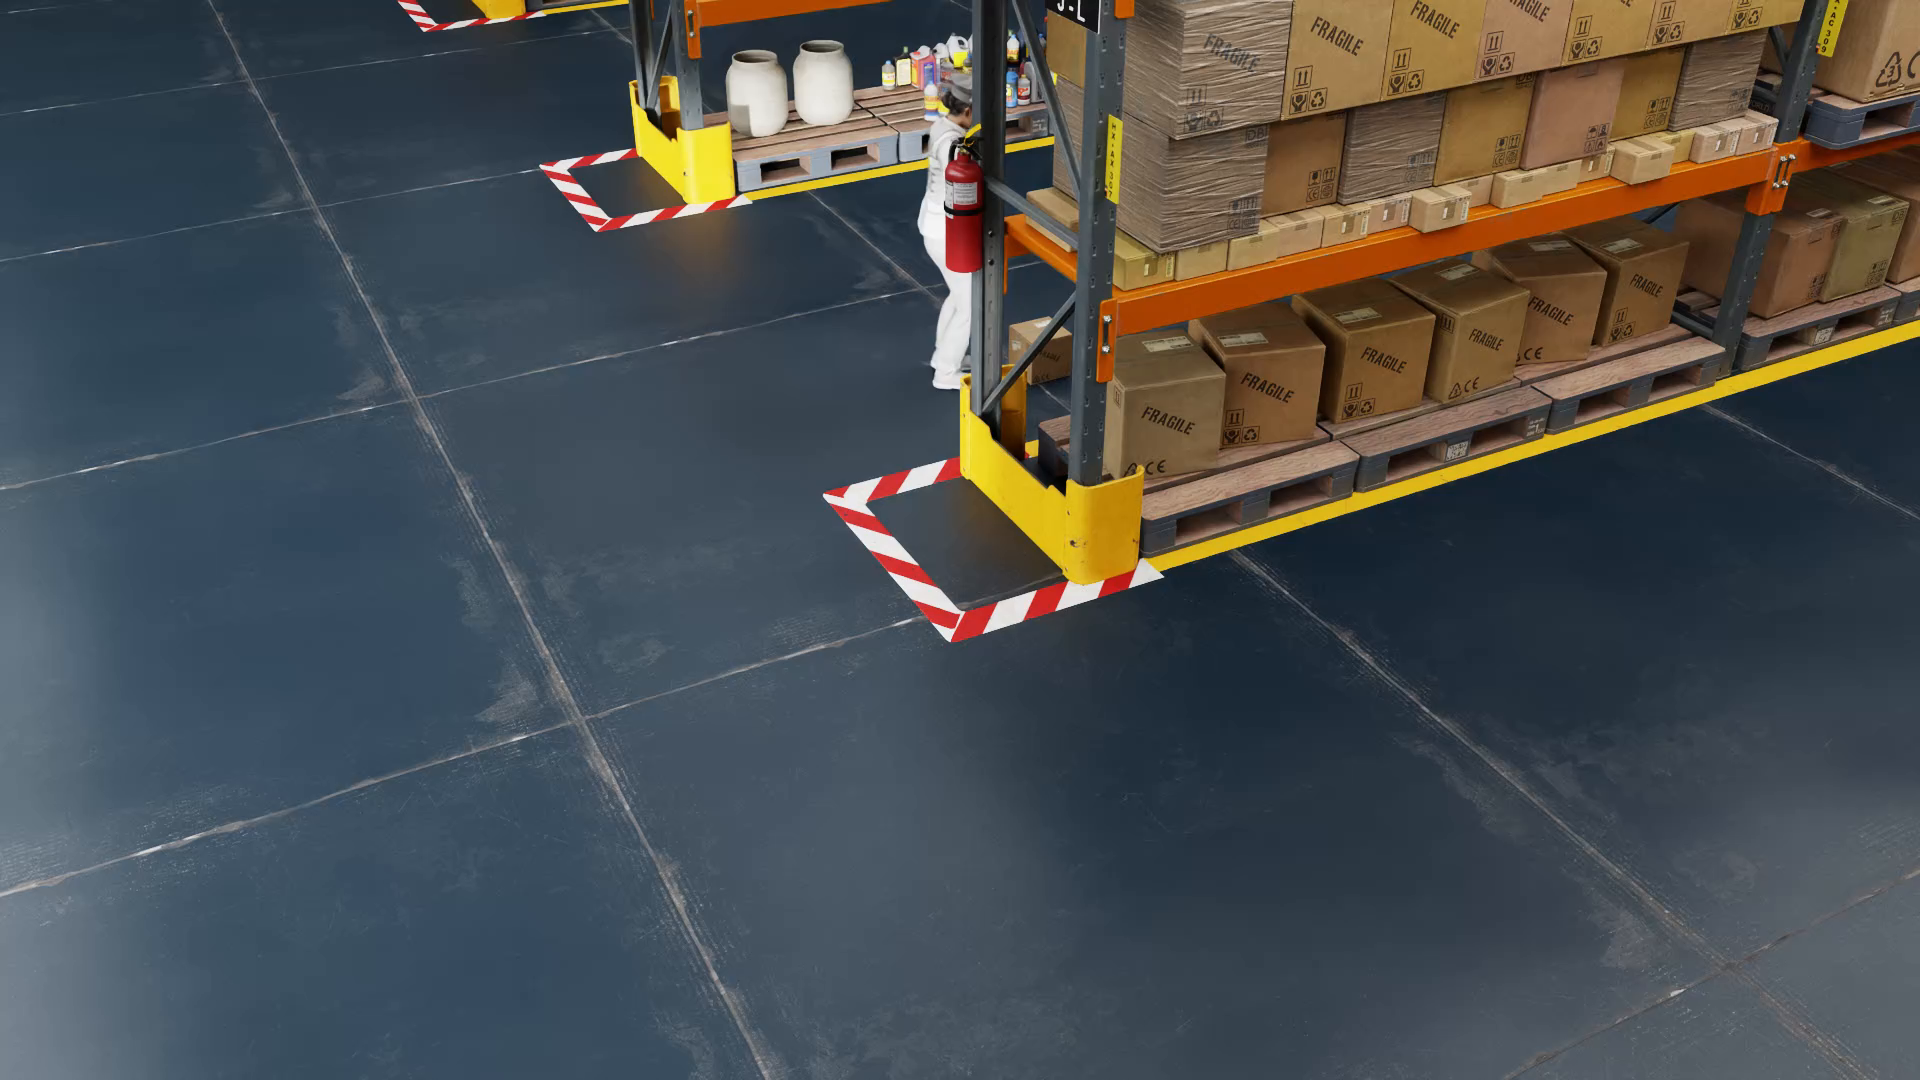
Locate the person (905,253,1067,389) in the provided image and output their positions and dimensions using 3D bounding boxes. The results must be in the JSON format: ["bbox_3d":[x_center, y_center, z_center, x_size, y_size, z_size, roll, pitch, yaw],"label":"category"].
[{"bbox_3d":[0.156,-1.199,8.834,0.893,0.836,0.459,-4,33,-6],"label":"person"}]
